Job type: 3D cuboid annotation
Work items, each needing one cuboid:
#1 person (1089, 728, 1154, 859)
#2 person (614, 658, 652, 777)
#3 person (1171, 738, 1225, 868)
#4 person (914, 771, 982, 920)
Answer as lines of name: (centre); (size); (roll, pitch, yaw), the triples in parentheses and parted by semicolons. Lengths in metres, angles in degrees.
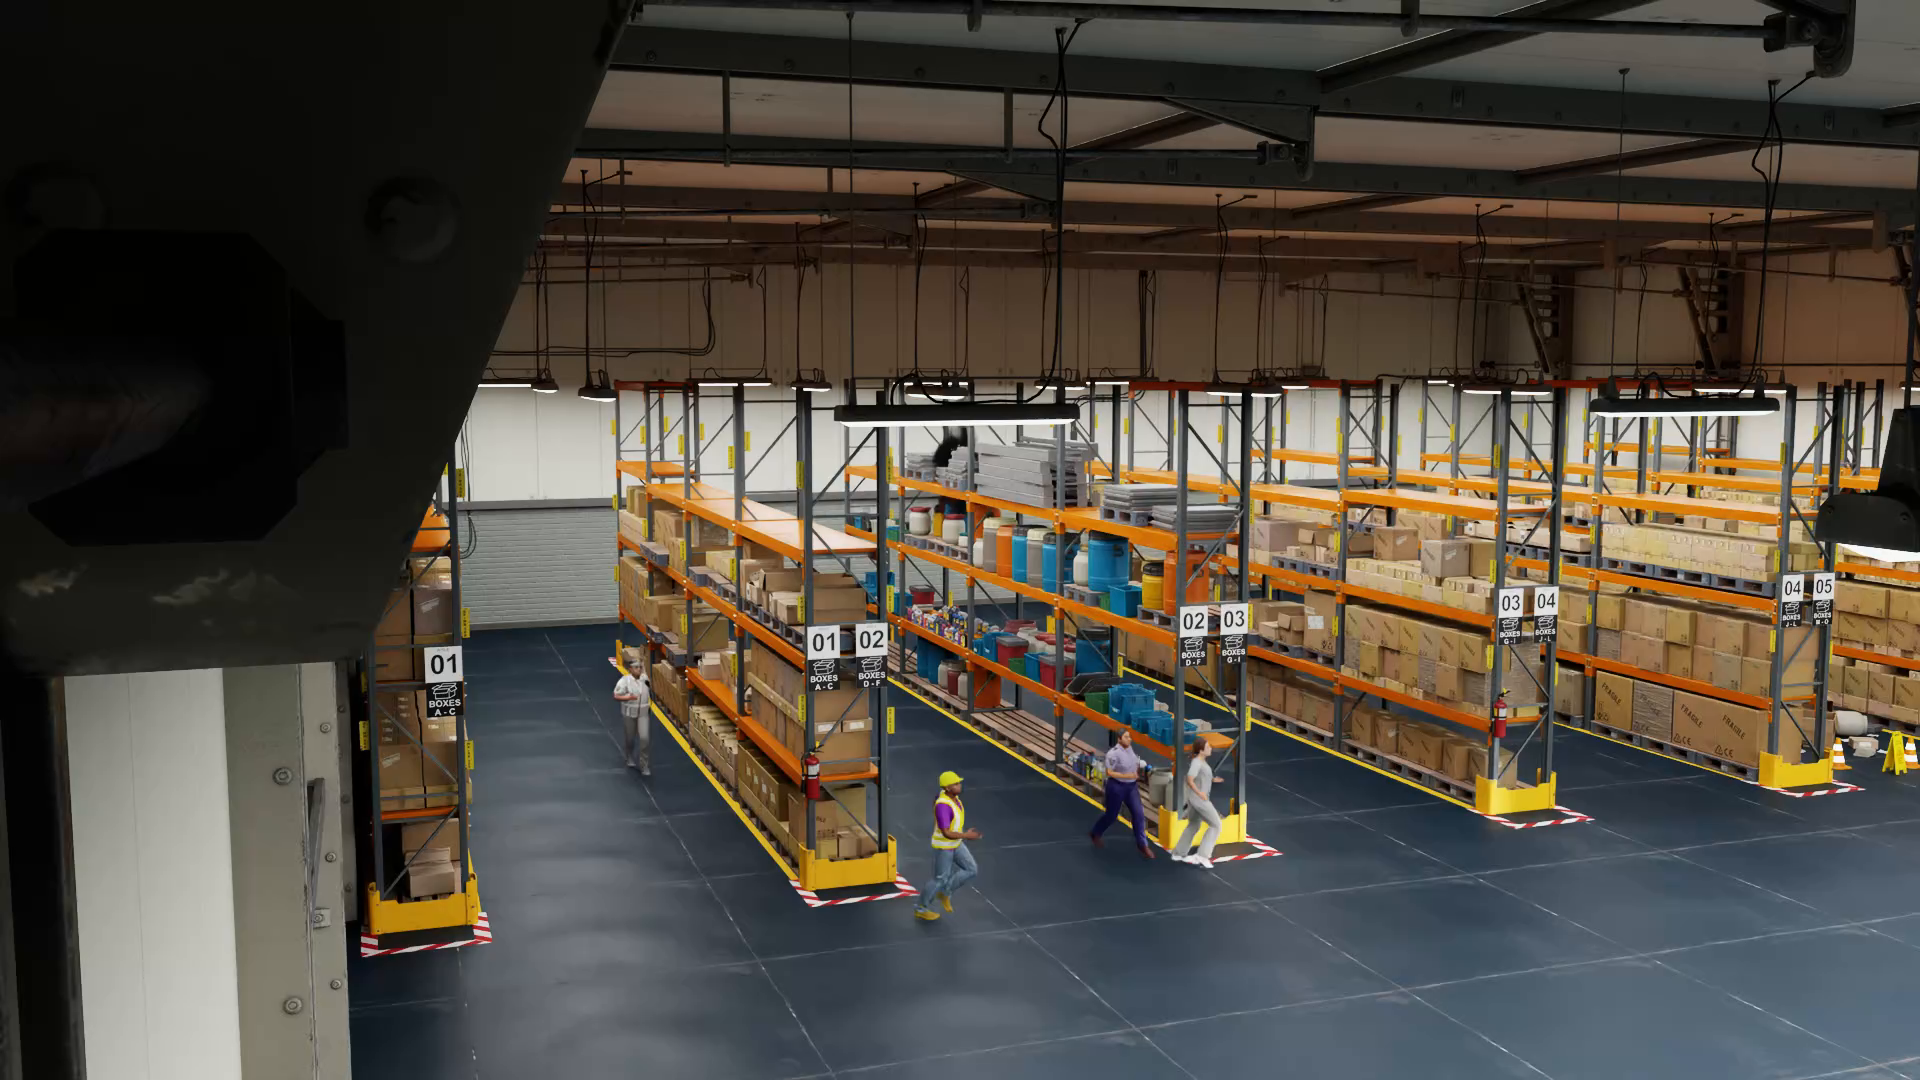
person: (2.056, 3.230, 21.425); (0.615, 1.667, 0.915); (-6, 8, -42)
person: (-5.075, 2.730, 25.850); (0.631, 1.847, 0.830); (-3, 7, -25)
person: (3.011, 3.321, 20.892); (0.644, 1.700, 0.556); (-1, 6, -5)
person: (-0.112, 3.458, 18.920); (0.806, 1.716, 0.721); (2, 6, 16)
